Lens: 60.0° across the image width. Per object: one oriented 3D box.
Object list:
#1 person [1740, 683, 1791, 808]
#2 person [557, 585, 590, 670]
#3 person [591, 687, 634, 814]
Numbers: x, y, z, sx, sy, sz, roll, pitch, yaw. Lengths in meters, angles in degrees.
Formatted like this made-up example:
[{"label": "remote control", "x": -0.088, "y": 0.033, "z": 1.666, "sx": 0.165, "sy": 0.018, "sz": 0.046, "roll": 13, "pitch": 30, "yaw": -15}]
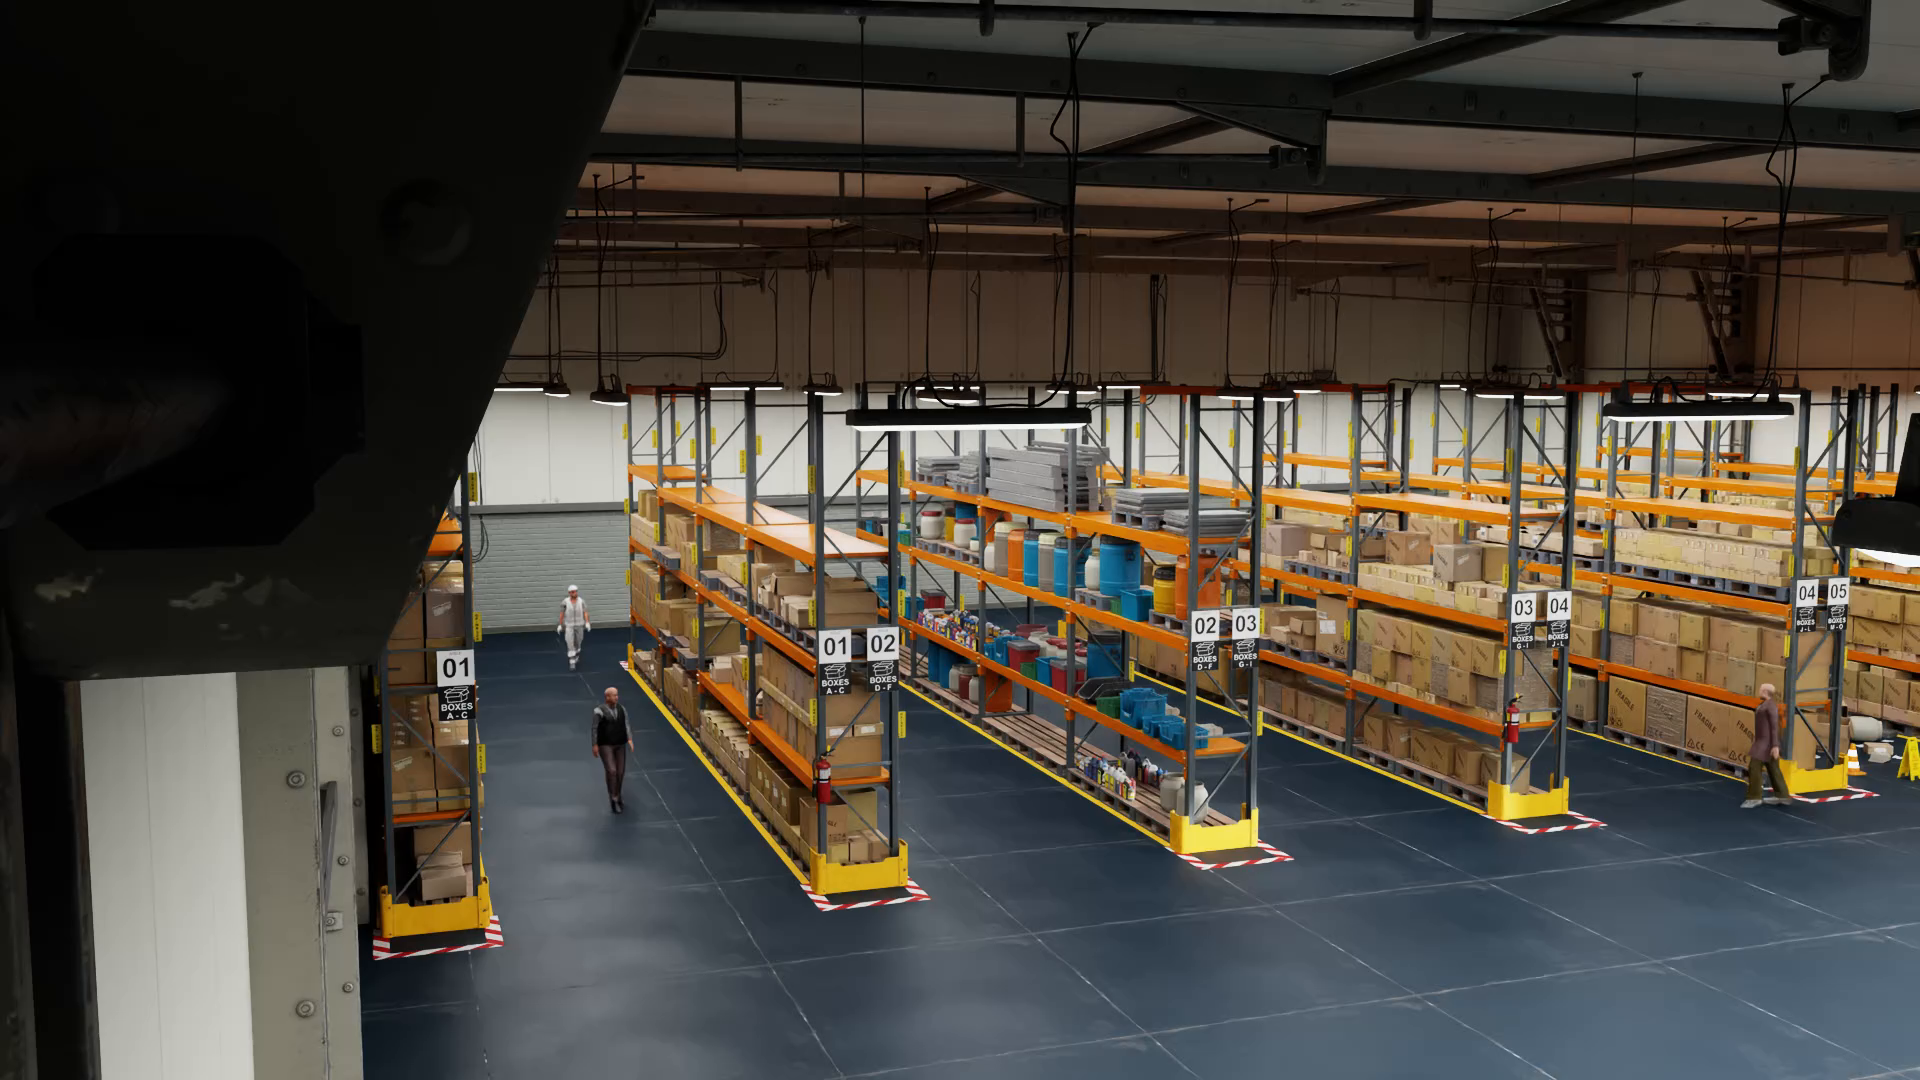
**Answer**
[{"label": "person", "x": 11.723, "y": 3.041, "z": 24.115, "sx": 0.668, "sy": 1.720, "sz": 0.656, "roll": 3, "pitch": 7, "yaw": 26}, {"label": "person", "x": -8.151, "y": 1.815, "z": 35.115, "sx": 0.668, "sy": 1.723, "sz": 1.034, "roll": -2, "pitch": 6, "yaw": -18}, {"label": "person", "x": -4.943, "y": 3.015, "z": 23.995, "sx": 0.561, "sy": 1.737, "sz": 0.675, "roll": -5, "pitch": 8, "yaw": -40}]
